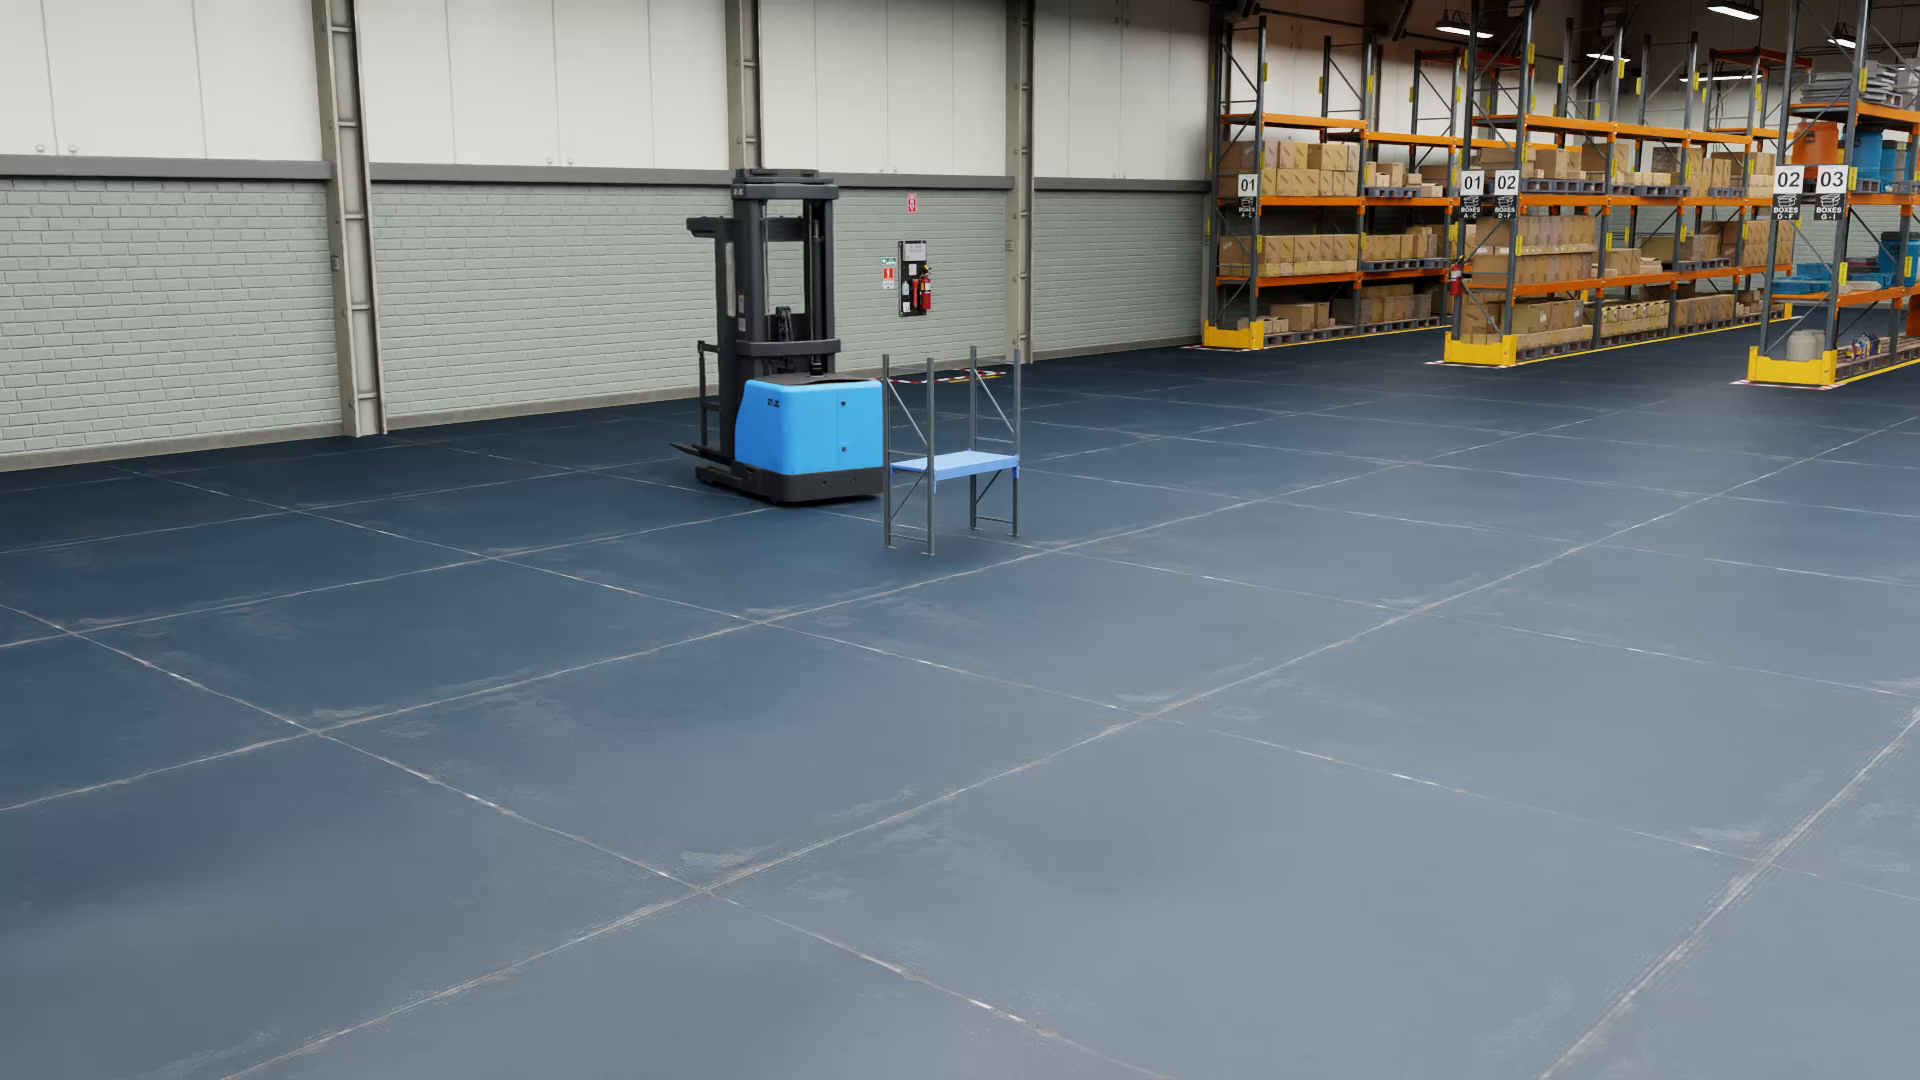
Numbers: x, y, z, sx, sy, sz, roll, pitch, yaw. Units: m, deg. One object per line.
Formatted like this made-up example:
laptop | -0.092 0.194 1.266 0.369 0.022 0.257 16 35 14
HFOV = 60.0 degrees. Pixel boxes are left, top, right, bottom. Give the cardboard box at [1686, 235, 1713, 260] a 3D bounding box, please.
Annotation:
cardboard box | 15.664 -6.249 35.511 0.700 0.500 0.500 6 13 26

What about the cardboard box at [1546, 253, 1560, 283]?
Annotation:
cardboard box | 10.201 -4.840 29.531 0.700 0.500 0.500 10 15 42

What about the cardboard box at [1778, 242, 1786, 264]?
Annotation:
cardboard box | 18.994 -6.721 38.949 0.500 0.500 0.500 10 15 41

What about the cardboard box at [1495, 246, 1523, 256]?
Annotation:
cardboard box | 9.284 -4.893 28.140 0.380 0.149 0.250 10 15 40

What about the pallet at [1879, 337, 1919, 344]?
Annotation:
pallet | 17.322 -3.556 30.475 1.003 0.211 1.213 10 15 40

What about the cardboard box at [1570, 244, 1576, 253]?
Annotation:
cardboard box | 10.812 -5.235 29.849 0.380 0.149 0.250 10 15 40

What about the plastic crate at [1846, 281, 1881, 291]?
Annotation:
plastic crate | 14.340 -4.043 26.467 0.530 0.136 0.437 10 15 40

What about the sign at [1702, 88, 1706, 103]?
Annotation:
sign | 16.389 -9.773 36.581 0.100 0.325 0.005 10 15 40

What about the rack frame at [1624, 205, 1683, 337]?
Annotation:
rack frame | 14.144 -5.673 33.956 1.000 3.000 0.127 10 15 40

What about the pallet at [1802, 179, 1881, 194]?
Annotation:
pallet | 13.201 -5.343 25.125 1.003 0.211 1.213 10 15 40

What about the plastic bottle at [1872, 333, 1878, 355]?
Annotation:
plastic bottle | 15.013 -3.228 27.356 0.144 0.351 0.185 9 15 39

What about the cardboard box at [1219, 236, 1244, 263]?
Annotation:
cardboard box | 5.291 -5.537 31.691 0.500 0.500 0.500 10 15 40

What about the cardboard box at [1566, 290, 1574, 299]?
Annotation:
cardboard box | 15.314 -6.354 42.677 0.700 0.500 0.500 10 15 40

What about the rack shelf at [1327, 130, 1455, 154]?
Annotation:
rack shelf | 9.100 -8.412 35.209 1.077 0.370 4.000 10 15 40

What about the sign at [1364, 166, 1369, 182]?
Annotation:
sign | 8.193 -7.380 33.524 0.100 0.325 0.005 10 15 40

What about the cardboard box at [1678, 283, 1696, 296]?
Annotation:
cardboard box | 15.622 -5.432 36.096 0.500 0.250 0.500 10 15 40

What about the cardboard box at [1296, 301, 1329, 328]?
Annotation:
cardboard box | 7.125 -4.557 33.625 0.500 0.500 0.500 8 14 36

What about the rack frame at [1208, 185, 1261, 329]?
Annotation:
rack frame | 5.139 -5.136 31.267 1.000 3.000 0.127 10 15 40

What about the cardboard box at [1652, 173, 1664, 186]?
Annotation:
cardboard box | 13.554 -7.123 32.868 0.500 0.250 0.500 10 15 42

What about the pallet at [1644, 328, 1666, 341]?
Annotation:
pallet | 13.571 -4.190 33.648 1.003 0.211 1.213 10 15 40

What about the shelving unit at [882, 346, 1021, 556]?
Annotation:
shelving unit | -0.056 -0.723 13.001 0.538 1.500 1.048 10 15 40

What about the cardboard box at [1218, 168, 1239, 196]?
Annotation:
cardboard box | 5.225 -6.760 31.433 0.500 0.500 0.500 -11 16 -43

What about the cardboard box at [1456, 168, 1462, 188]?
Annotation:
cardboard box | 11.008 -8.212 37.632 0.700 0.500 0.500 9 14 37

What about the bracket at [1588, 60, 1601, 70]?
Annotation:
bracket | 16.826 -12.599 44.126 0.235 0.232 0.430 10 15 40

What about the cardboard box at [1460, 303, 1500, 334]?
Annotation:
cardboard box | 8.993 -3.839 28.806 0.500 0.500 0.500 10 15 40

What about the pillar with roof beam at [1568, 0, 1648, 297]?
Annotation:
pillar with roof beam | 20.068 -10.384 42.228 9.100 9.000 0.548 10 15 40

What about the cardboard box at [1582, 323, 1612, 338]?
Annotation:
cardboard box | 11.956 -3.969 31.375 0.500 0.250 0.500 9 15 39

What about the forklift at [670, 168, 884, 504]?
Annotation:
forklift | -1.882 -1.995 15.717 1.130 2.935 3.031 -7 13 -32

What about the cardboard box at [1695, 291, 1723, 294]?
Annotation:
cardboard box | 16.947 -5.372 37.708 0.500 0.500 0.500 10 15 40

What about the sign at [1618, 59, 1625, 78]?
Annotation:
sign | 11.904 -8.487 29.938 0.100 0.325 0.005 10 15 40

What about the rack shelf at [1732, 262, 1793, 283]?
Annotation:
rack shelf | 18.104 -6.203 38.447 1.077 0.370 4.000 10 15 40

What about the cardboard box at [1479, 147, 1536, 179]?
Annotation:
cardboard box | 9.245 -6.376 28.125 0.637 0.503 0.797 -11 16 -44

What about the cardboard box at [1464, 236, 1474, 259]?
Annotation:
cardboard box | 11.286 -6.632 37.691 0.500 0.500 0.500 10 15 42

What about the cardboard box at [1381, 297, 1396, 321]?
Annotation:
cardboard box | 8.924 -4.977 35.731 0.700 0.500 0.500 10 15 41

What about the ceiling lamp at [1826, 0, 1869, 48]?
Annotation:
ceiling lamp | 18.261 -11.593 33.377 0.800 3.185 2.000 10 15 40

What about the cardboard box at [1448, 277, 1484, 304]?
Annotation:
cardboard box | 11.587 -5.684 38.428 0.750 0.750 0.750 10 15 40

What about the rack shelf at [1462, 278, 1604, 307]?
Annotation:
rack shelf | 10.183 -4.438 29.607 1.077 0.370 4.000 10 15 40

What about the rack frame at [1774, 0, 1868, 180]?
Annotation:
rack frame | 12.581 -6.797 24.267 1.000 3.000 0.127 10 15 40

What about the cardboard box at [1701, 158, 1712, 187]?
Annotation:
cardboard box | 15.518 -7.775 35.241 0.600 0.600 0.600 9 14 38

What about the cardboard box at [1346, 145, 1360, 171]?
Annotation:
cardboard box | 7.653 -7.636 33.266 0.500 0.500 0.500 8 14 36

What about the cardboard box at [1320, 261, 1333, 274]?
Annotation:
cardboard box | 7.039 -5.404 32.939 0.500 0.250 0.500 10 15 40

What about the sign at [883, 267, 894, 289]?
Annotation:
sign | -1.111 -4.059 25.784 0.001 0.329 0.234 10 15 40

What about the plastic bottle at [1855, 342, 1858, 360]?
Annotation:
plastic bottle | 14.238 -3.010 26.465 0.097 0.271 0.097 0 11 0

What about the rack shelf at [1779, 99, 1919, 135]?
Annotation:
rack shelf | 13.902 -6.542 25.850 1.077 0.370 4.000 10 15 40

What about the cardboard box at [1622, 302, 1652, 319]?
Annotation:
cardboard box | 13.310 -4.546 32.827 0.500 0.311 0.500 10 15 40

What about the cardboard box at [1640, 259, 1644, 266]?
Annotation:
cardboard box | 13.408 -5.523 33.432 0.500 0.311 0.500 10 15 40

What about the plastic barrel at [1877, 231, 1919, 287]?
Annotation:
plastic barrel | 15.704 -4.707 27.840 0.600 0.901 0.708 10 15 40

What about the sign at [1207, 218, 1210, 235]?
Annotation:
sign | 4.736 -5.933 31.497 0.100 0.325 0.005 10 15 40

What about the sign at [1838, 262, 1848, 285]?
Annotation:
sign | 12.992 -3.919 24.468 0.100 0.325 0.005 10 15 40

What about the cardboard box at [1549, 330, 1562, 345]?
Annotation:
cardboard box | 10.375 -3.624 29.647 0.500 0.250 0.500 10 15 40

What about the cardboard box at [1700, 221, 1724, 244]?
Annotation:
cardboard box | 16.924 -6.909 37.335 0.500 0.500 0.500 10 15 41

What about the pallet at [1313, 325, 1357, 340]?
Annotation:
pallet | 7.363 -4.254 33.969 1.003 0.211 1.213 10 15 40

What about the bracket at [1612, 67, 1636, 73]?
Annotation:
bracket | 18.549 -12.983 46.049 0.076 0.066 3.189 10 15 40

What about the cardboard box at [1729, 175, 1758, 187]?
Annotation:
cardboard box | 17.292 -7.944 36.772 0.500 0.250 0.500 10 15 40

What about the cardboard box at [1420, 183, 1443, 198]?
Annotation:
cardboard box | 10.148 -7.609 36.168 0.500 0.311 0.500 10 15 40

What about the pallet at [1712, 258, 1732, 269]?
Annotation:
pallet | 16.175 -6.064 36.404 1.003 0.211 1.213 10 15 40

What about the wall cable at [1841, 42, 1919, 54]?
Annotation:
wall cable | 24.060 -13.652 42.010 3.097 2.526 0.112 10 15 40
